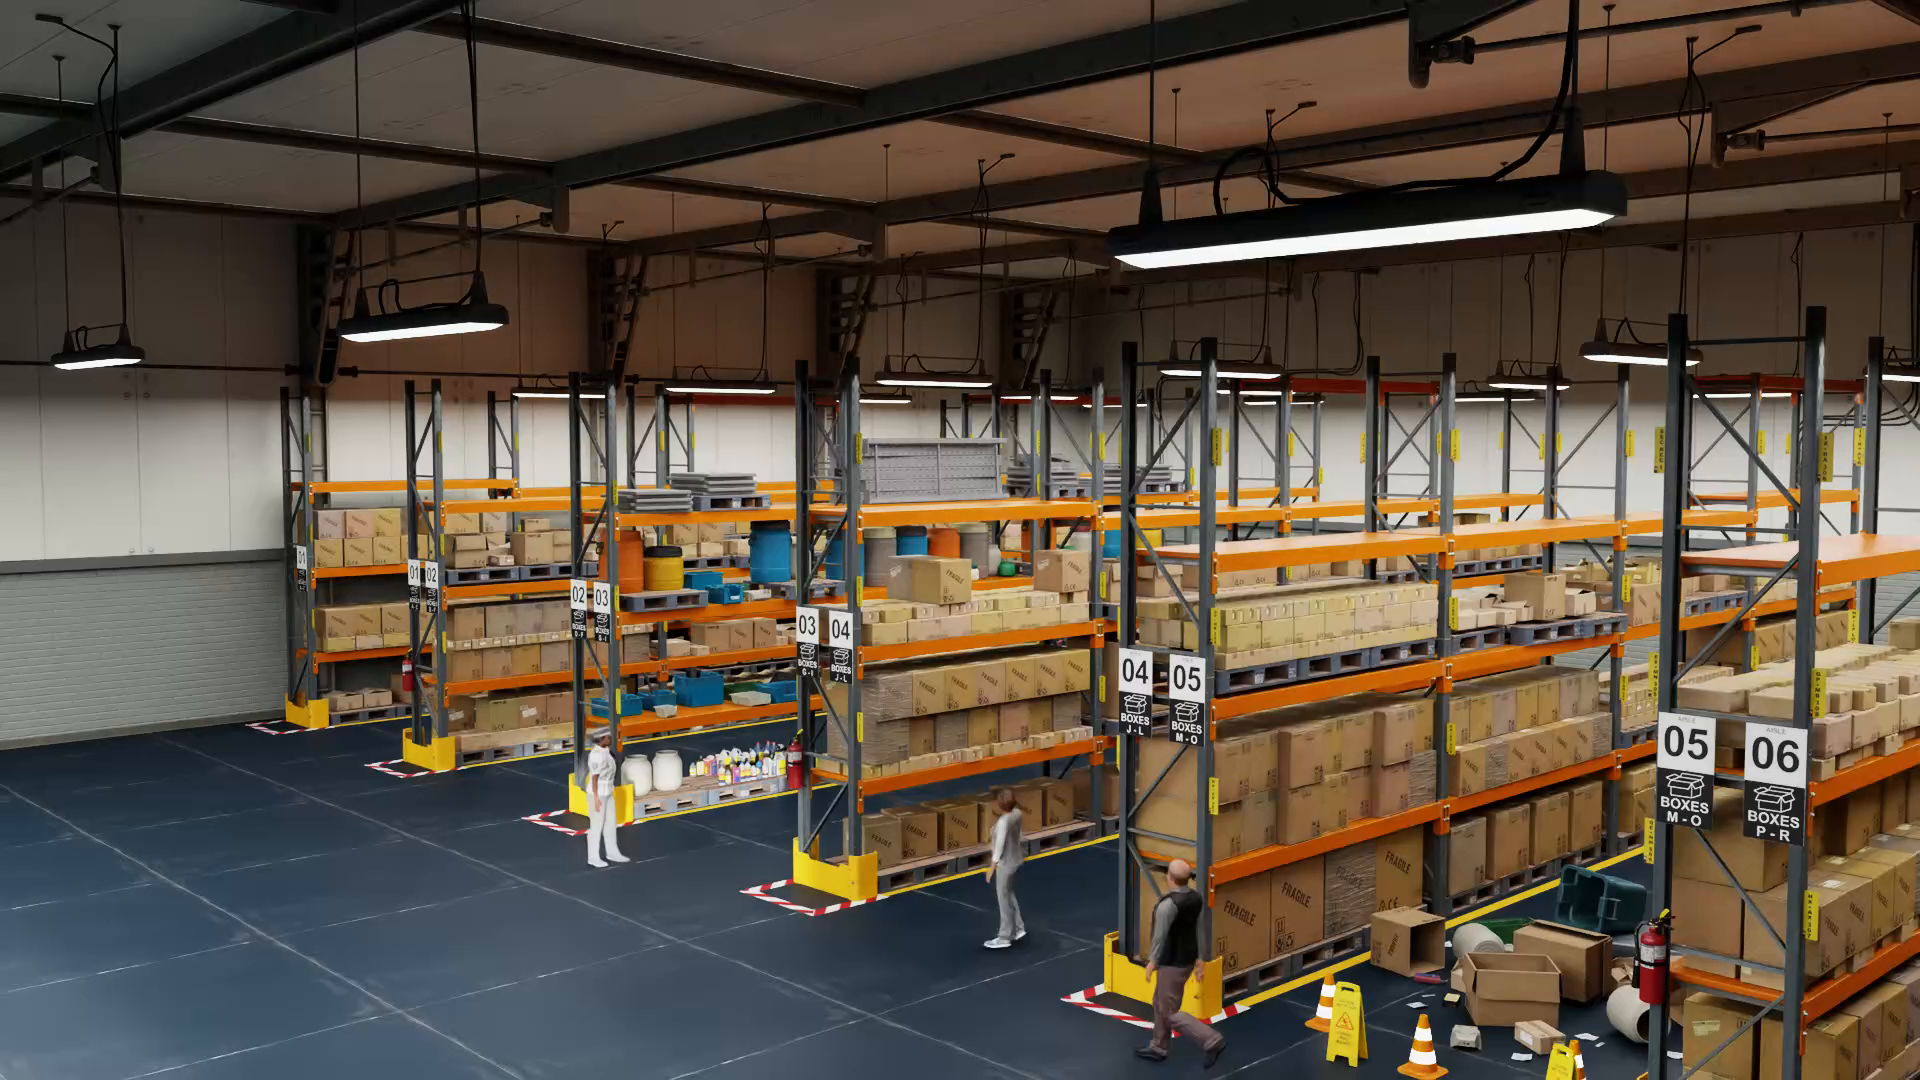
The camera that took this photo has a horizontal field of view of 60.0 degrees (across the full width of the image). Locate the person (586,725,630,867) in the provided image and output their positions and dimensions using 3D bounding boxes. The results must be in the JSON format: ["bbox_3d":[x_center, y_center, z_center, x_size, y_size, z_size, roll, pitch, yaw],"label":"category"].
[{"bbox_3d":[-4.243,3.067,19.922,0.455,1.707,0.529,0,4,5],"label":"person"}]

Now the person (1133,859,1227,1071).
[{"bbox_3d":[1.780,3.447,13.506,0.850,1.708,0.488,1,4,22],"label":"person"}]

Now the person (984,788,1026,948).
[{"bbox_3d":[0.466,3.298,16.781,0.351,1.621,0.531,1,4,19],"label":"person"}]
